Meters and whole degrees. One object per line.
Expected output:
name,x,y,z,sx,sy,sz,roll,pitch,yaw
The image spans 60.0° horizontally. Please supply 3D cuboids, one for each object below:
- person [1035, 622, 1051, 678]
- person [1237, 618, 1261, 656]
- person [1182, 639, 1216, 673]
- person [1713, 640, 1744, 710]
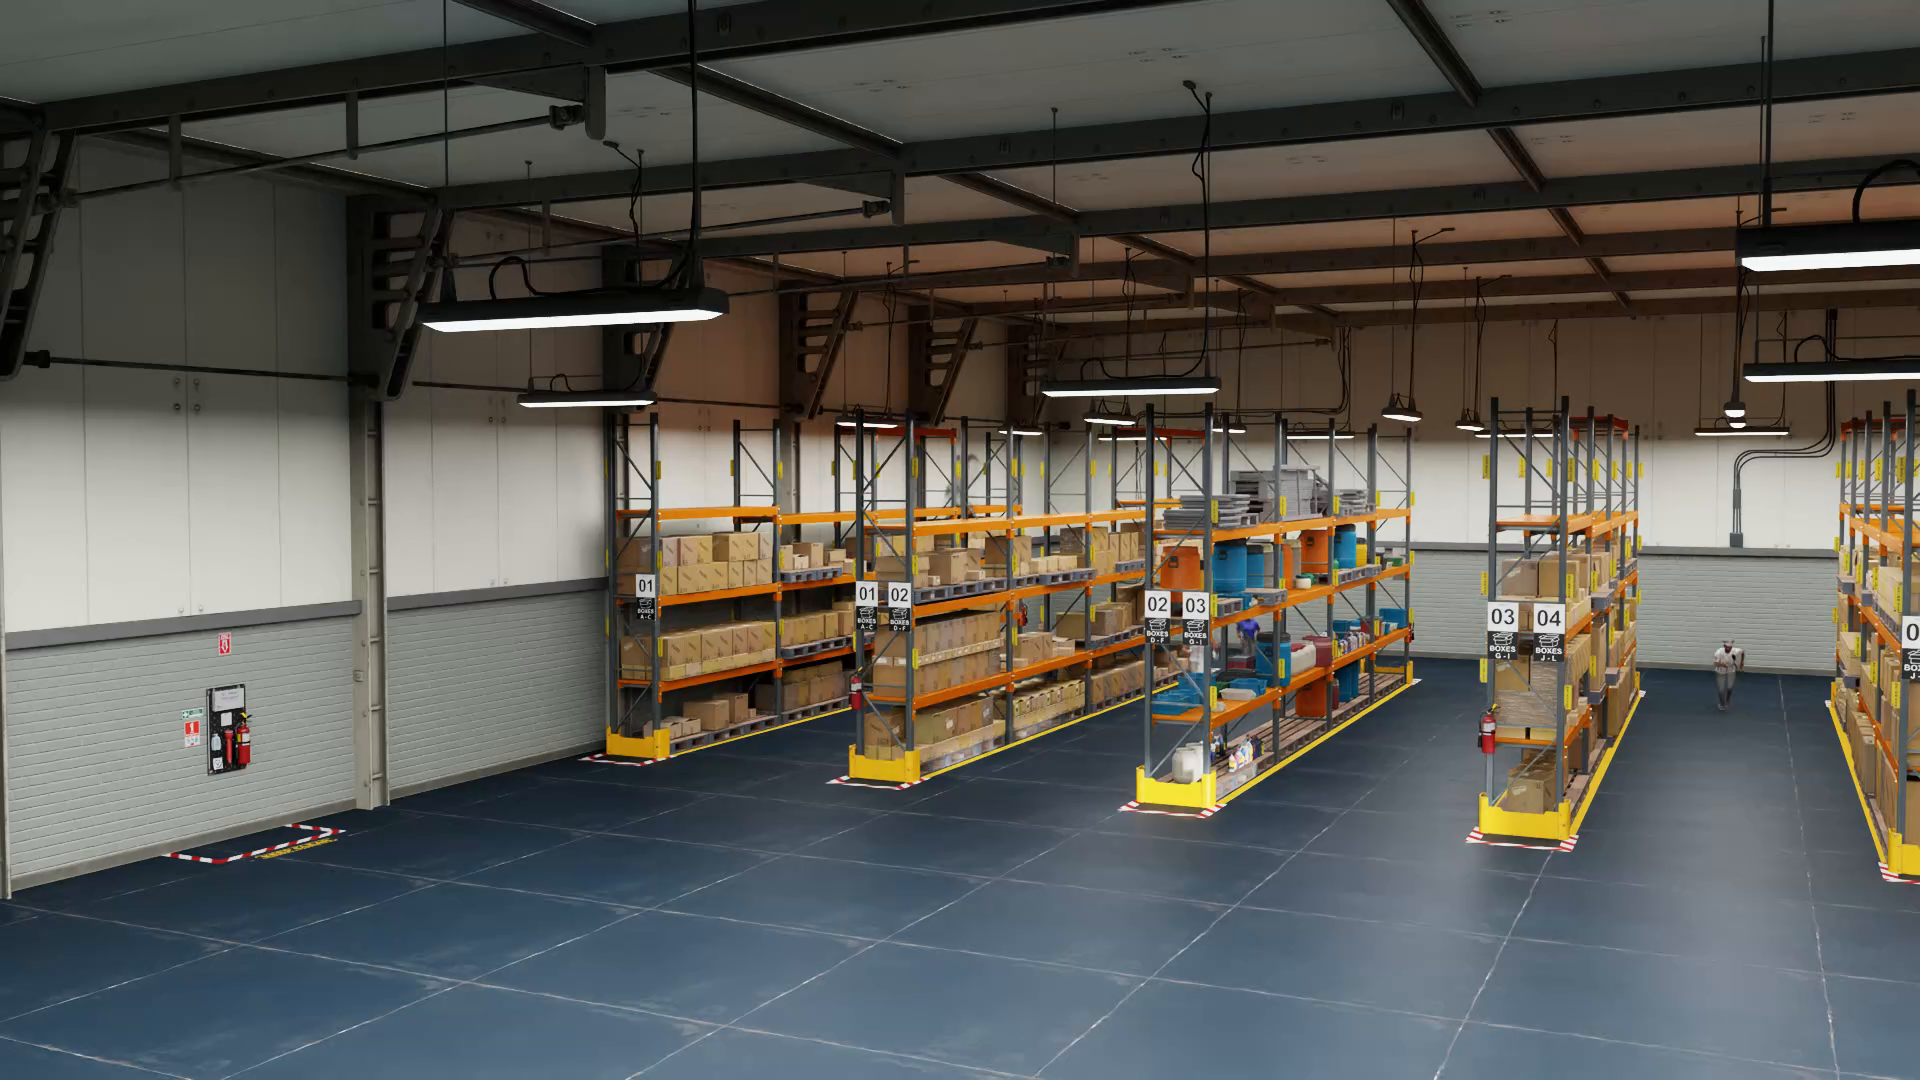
person,1.929,2.644,37.894,0.597,1.584,0.697,1,3,27
person,6.992,2.512,40.188,0.598,1.612,0.552,0,2,3
person,5.070,2.623,35.375,0.692,1.815,0.989,1,2,16
person,15.936,2.789,34.486,0.607,1.506,0.911,1,3,18
